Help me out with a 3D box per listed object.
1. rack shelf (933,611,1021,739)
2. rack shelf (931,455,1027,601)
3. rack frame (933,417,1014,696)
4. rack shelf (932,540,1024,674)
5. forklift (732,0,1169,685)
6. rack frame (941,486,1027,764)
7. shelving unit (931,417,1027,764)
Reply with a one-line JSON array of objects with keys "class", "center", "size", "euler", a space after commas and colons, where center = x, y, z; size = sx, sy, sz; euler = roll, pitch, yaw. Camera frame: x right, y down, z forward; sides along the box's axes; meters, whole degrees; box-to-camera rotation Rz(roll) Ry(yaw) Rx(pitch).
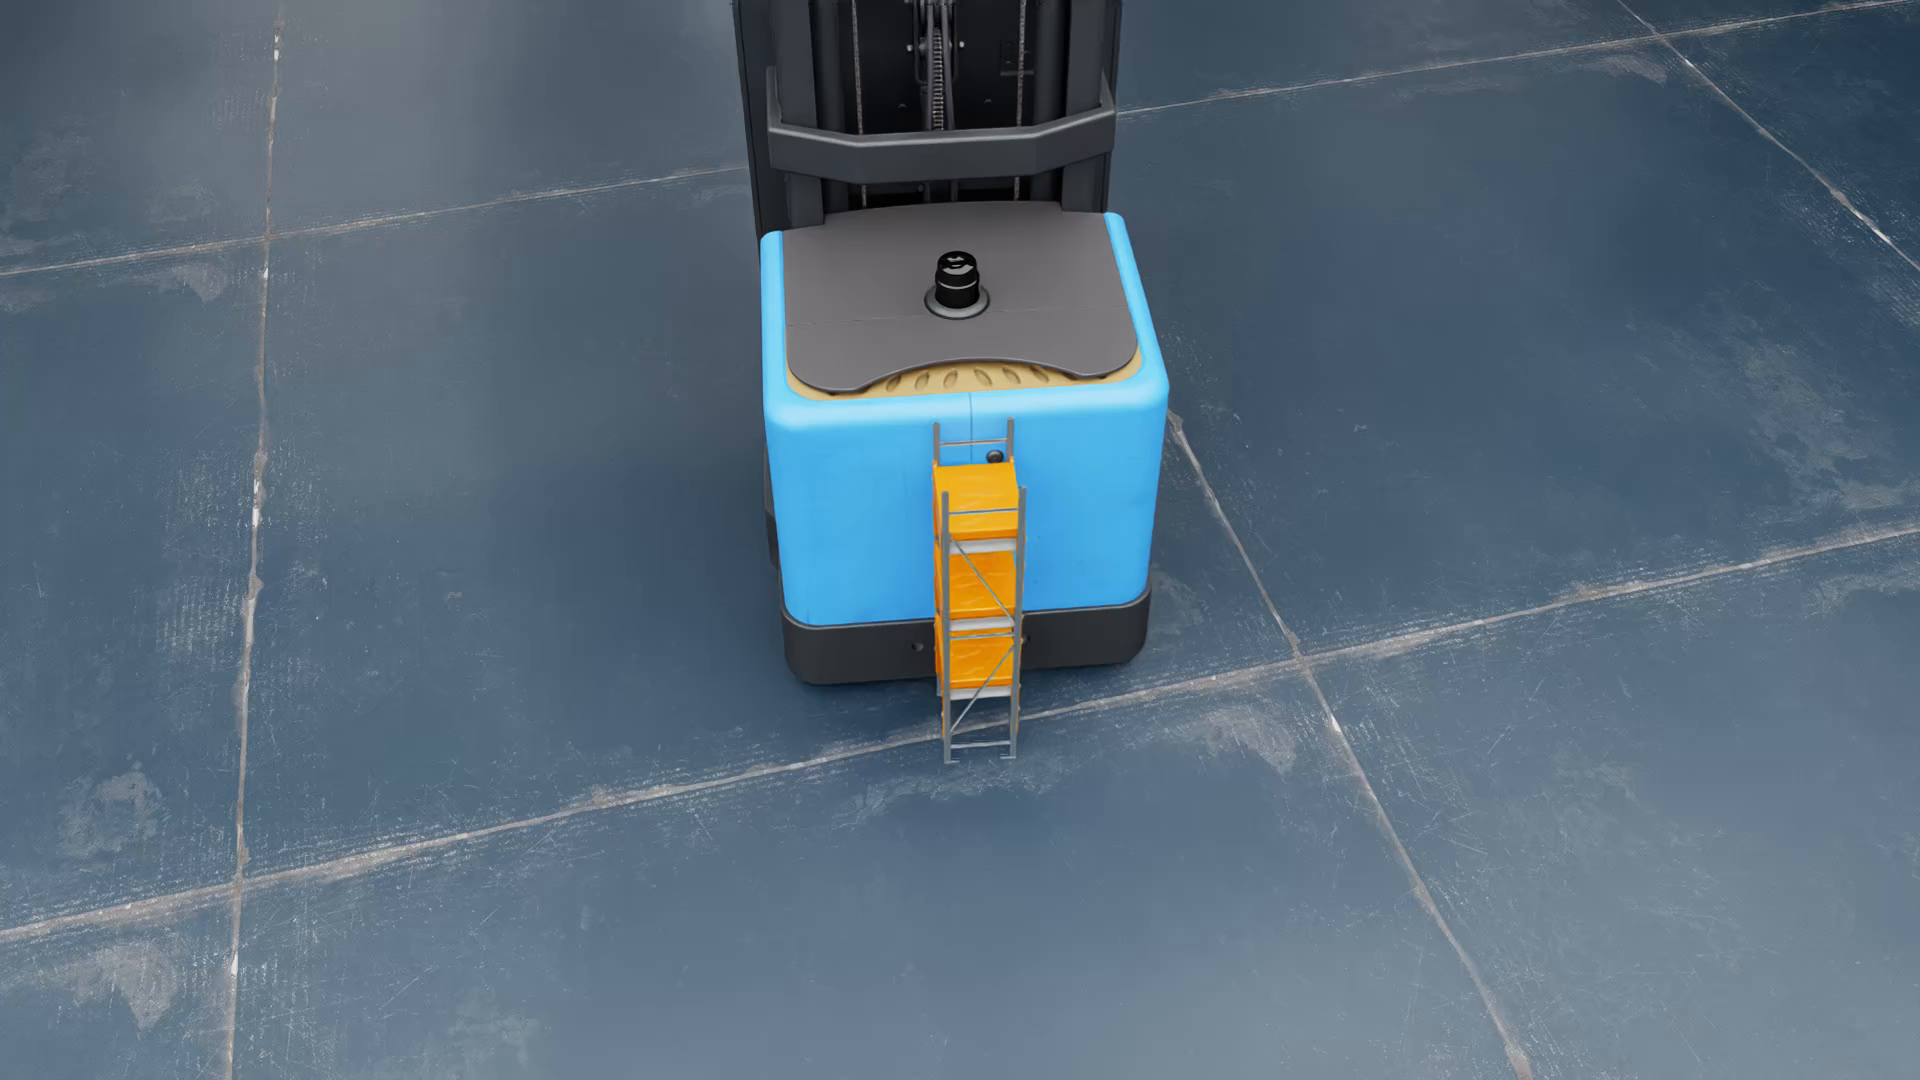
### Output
[{"class": "rack shelf", "center": [0.045, 0.364, 4.562], "size": [0.215, 0.259, 0.240], "euler": [-4, 46, -4]}, {"class": "rack shelf", "center": [0.045, -0.029, 4.161], "size": [0.215, 0.259, 0.240], "euler": [-4, 46, -4]}, {"class": "rack frame", "center": [0.033, 0.075, 4.441], "size": [0.200, 1.050, 0.008], "euler": [-4, 46, -4]}, {"class": "rack shelf", "center": [0.045, 0.170, 4.364], "size": [0.215, 0.259, 0.240], "euler": [-4, 46, -4]}, {"class": "forklift", "center": [-0.113, -1.668, 4.832], "size": [1.130, 2.935, 3.031], "euler": [-4, 46, -4]}, {"class": "rack frame", "center": [0.056, 0.249, 4.271], "size": [0.200, 1.050, 0.008], "euler": [-4, 46, -4]}, {"class": "shelving unit", "center": [0.045, 0.162, 4.356], "size": [0.215, 1.050, 0.252], "euler": [-4, 46, -4]}]
